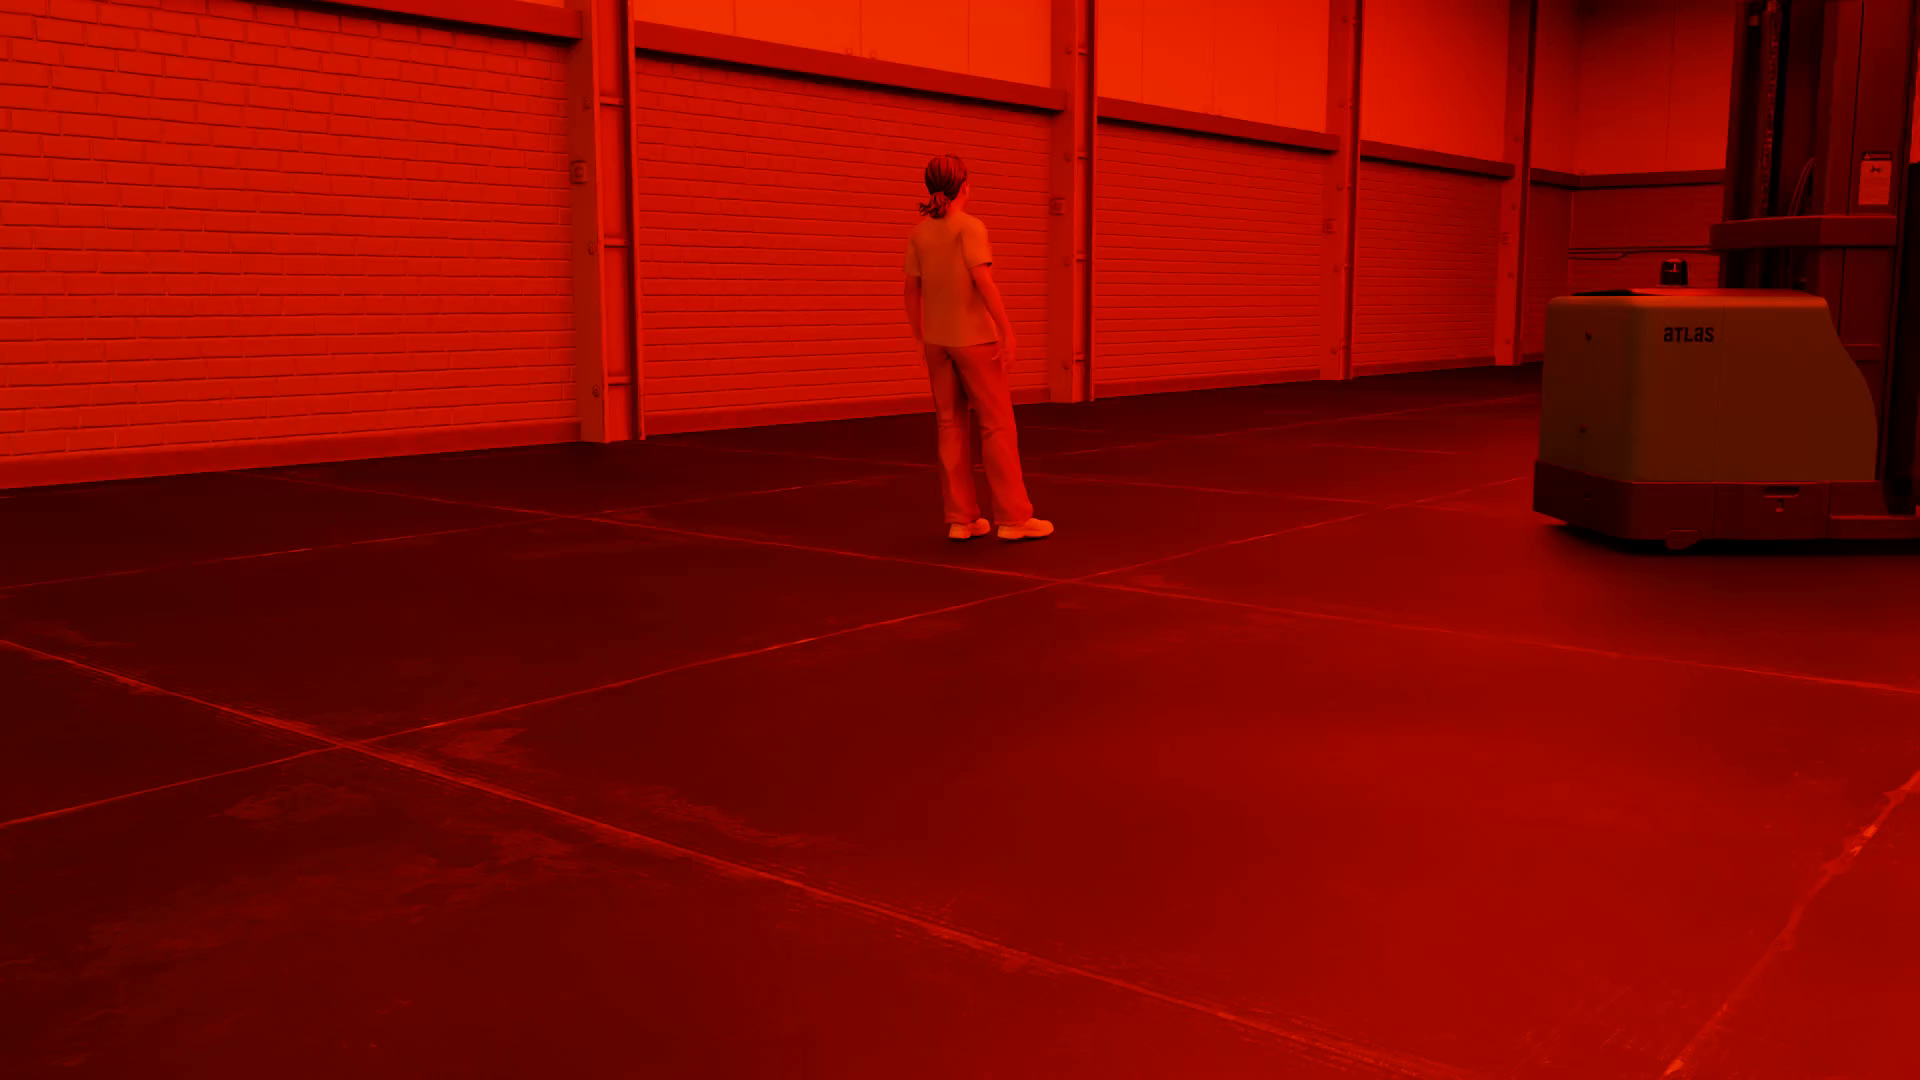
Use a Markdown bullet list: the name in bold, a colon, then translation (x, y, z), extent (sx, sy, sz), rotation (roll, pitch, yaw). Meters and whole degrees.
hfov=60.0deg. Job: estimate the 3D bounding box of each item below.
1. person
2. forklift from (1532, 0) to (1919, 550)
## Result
- **person**: translation (0.056, -0.844, 7.332), extent (0.553, 1.675, 0.549), rotation (7, 11, 38)
- **forklift**: translation (4.240, -1.466, 7.300), extent (3.031, 2.935, 1.130), rotation (0, 8, -3)
